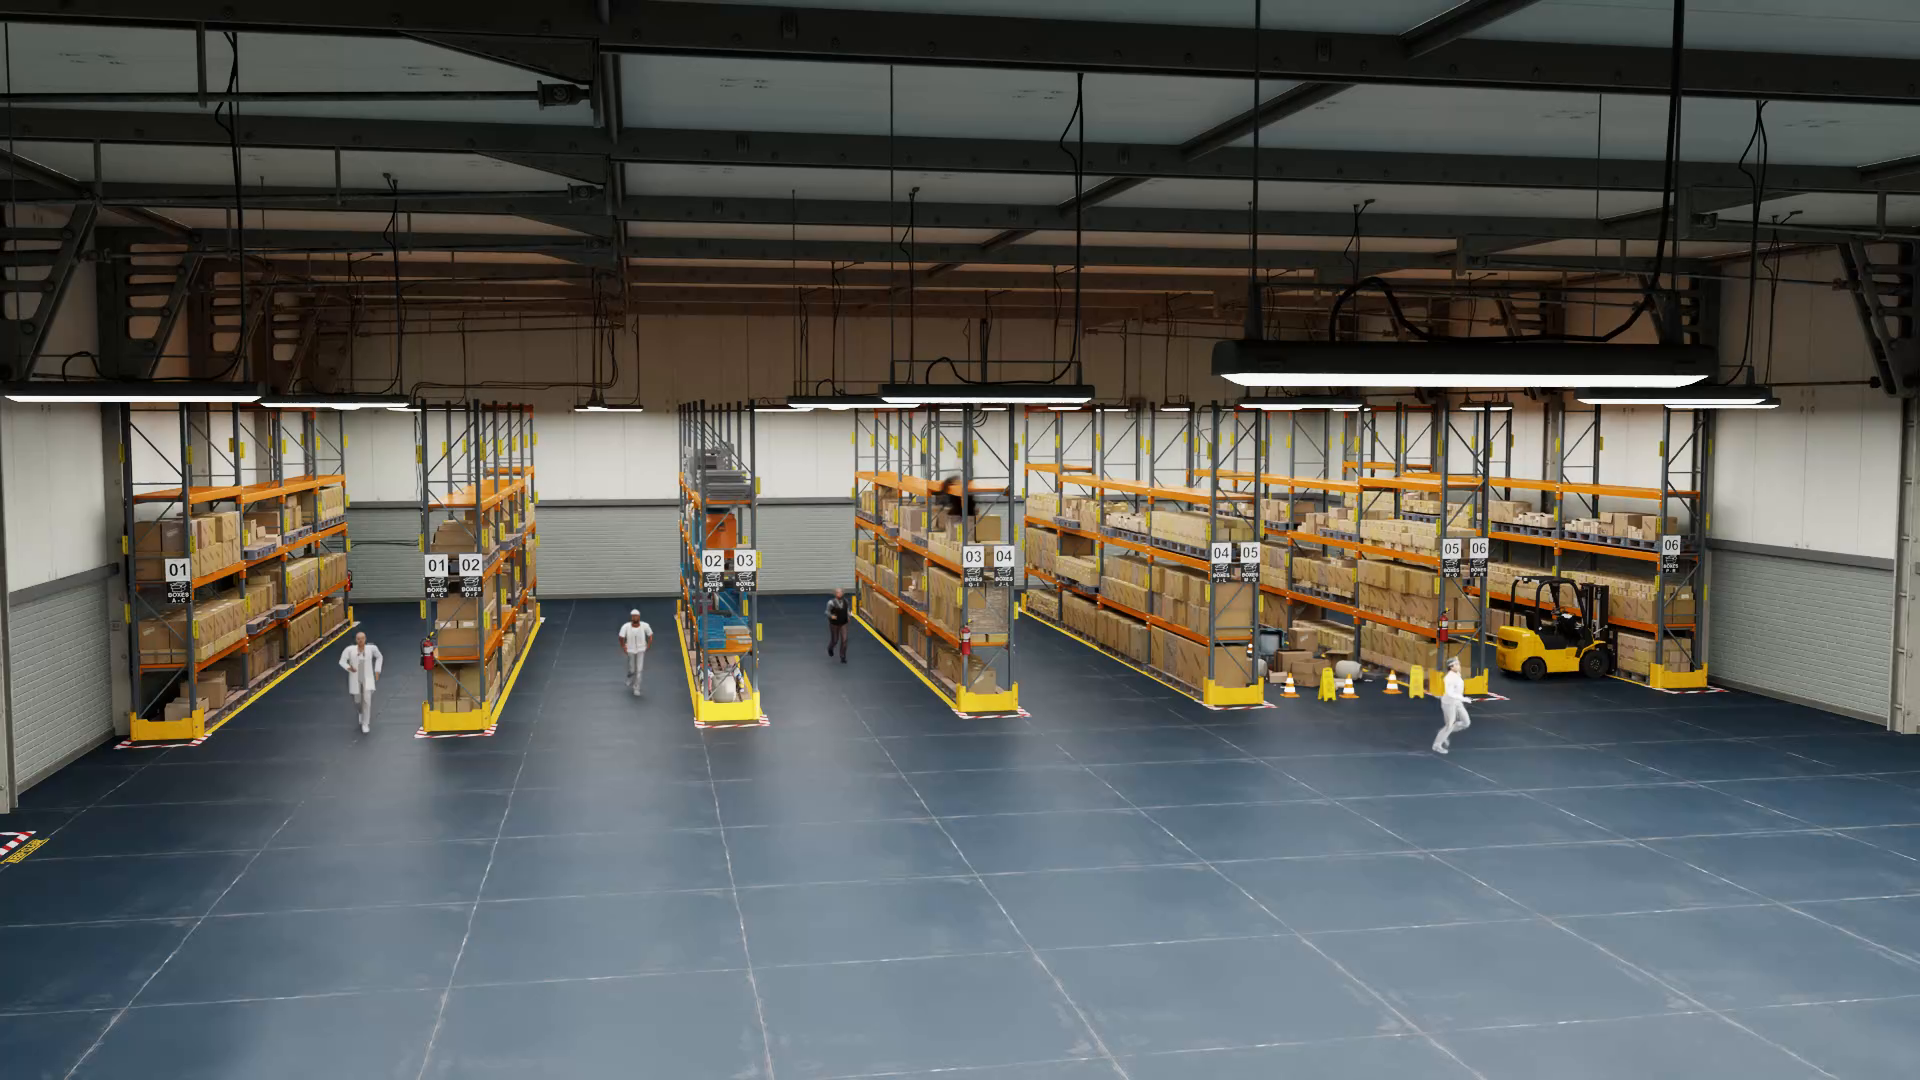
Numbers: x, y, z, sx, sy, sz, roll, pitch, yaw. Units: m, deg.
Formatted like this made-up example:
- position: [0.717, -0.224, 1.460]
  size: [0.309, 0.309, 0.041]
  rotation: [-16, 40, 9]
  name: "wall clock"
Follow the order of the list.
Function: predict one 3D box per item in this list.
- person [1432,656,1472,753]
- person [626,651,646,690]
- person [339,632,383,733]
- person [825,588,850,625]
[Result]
- position: [8.357, 2.778, 28.123]
  size: [0.679, 1.658, 0.639]
  rotation: [3, 6, 39]
  name: "person"
- position: [-6.673, 2.636, 34.224]
  size: [0.396, 0.902, 0.542]
  rotation: [-1, 4, -13]
  name: "person"
- position: [-10.916, 2.563, 30.335]
  size: [0.747, 1.787, 0.964]
  rotation: [-1, 5, -18]
  name: "person"
- position: [-2.774, 1.539, 38.367]
  size: [0.646, 0.848, 0.604]
  rotation: [-2, 5, -21]
  name: "person"
